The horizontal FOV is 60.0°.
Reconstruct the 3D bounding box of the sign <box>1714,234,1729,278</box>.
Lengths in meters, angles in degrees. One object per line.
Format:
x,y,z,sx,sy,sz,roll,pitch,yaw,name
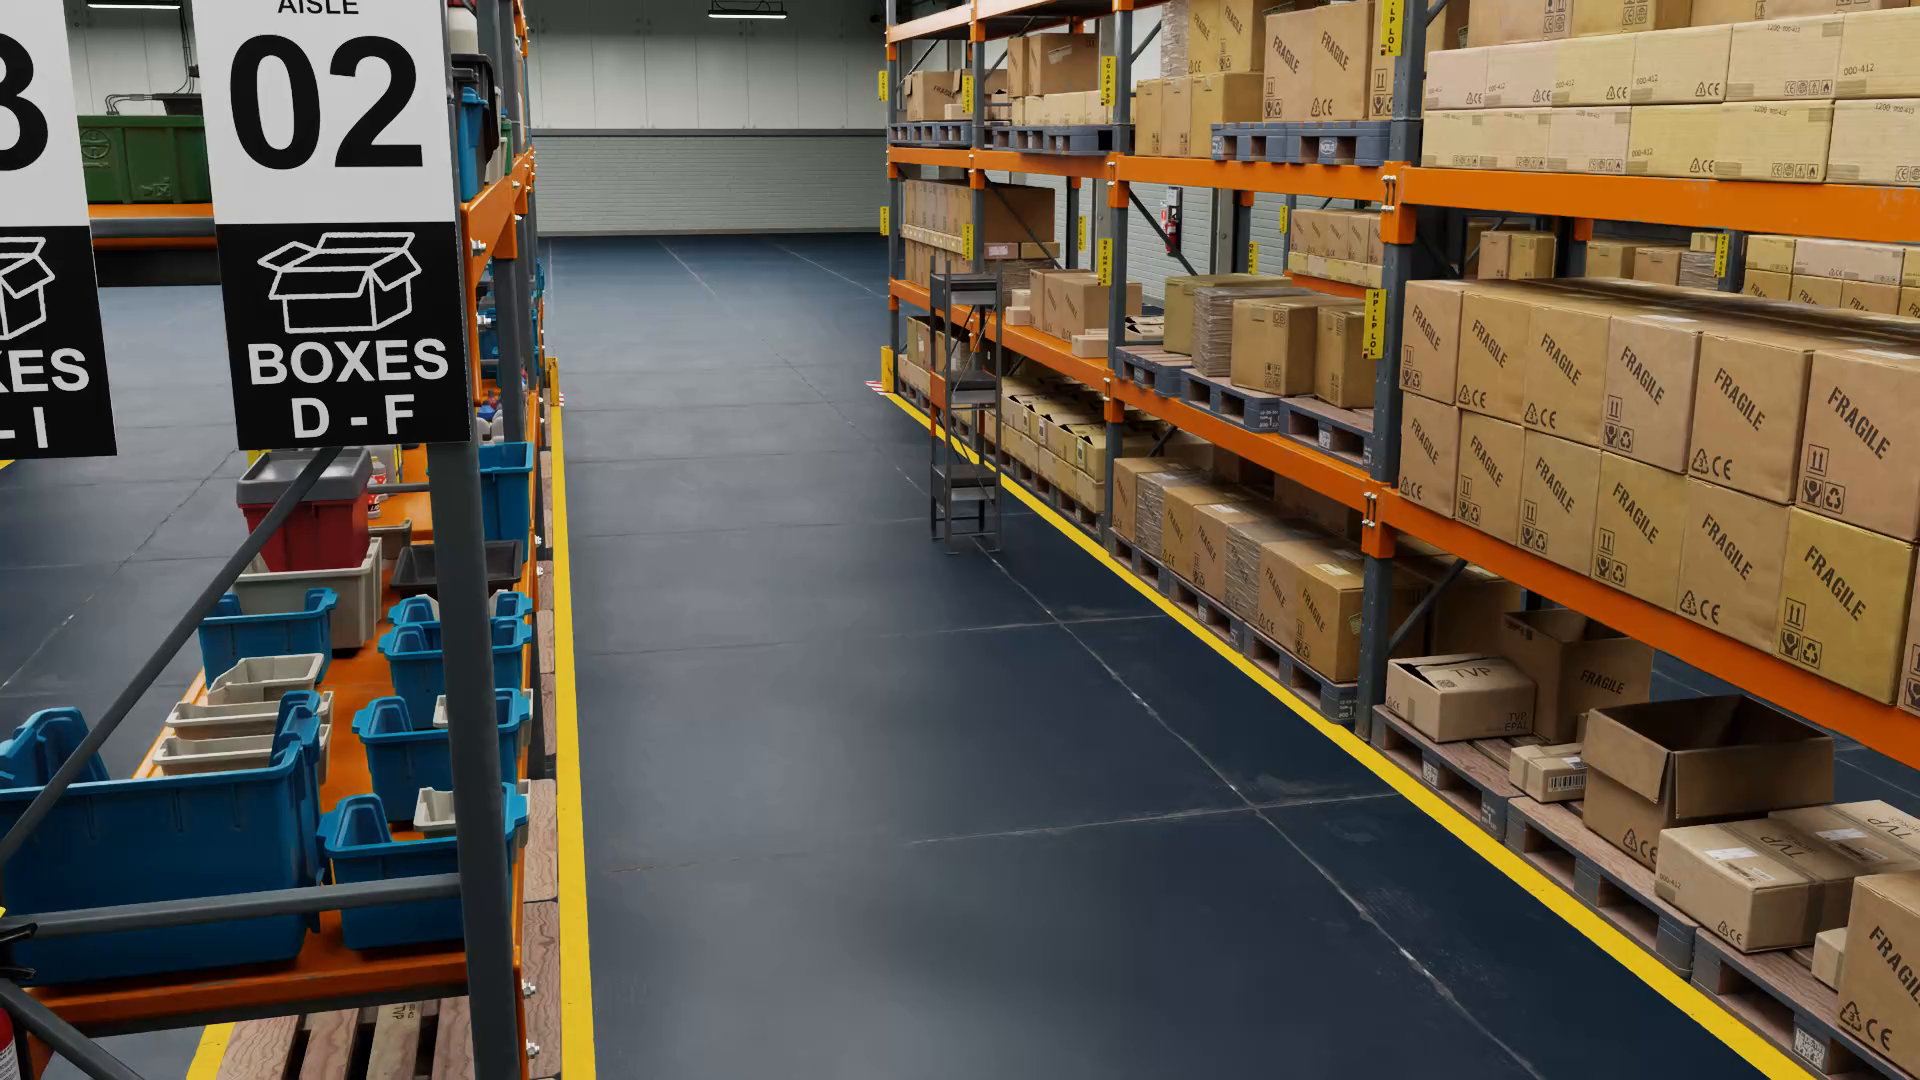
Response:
5.840,-2.177,12.747,0.100,0.325,0.005,-3,14,-13,sign

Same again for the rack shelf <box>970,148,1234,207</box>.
1.081,-2.978,13.492,1.077,0.370,4.000,-3,14,-13,rack shelf

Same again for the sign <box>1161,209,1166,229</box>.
3.509,-5.525,28.647,0.001,0.329,0.234,-3,14,-13,sign

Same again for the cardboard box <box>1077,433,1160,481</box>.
1.188,-0.657,12.522,0.500,0.311,0.500,-3,14,-12,cardboard box

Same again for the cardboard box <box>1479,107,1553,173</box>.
2.477,-1.629,6.770,0.500,0.250,0.500,-3,14,-13,cardboard box

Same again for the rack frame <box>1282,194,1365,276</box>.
4.486,-3.531,20.562,1.000,3.000,0.127,-3,14,-13,rack frame

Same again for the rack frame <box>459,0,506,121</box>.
-2.326,-3.125,6.258,1.000,3.000,0.127,-3,14,-13,rack frame

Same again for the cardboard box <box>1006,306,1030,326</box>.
0.621,-1.994,14.797,0.380,0.149,0.250,-3,14,-13,cardboard box

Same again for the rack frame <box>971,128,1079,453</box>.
0.611,-2.332,15.651,1.000,3.000,0.127,-3,14,-13,rack frame

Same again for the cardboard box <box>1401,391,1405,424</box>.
2.596,-0.860,8.533,0.700,0.500,0.500,-9,16,-32,cardboard box

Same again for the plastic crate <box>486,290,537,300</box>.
-3.643,-1.812,13.555,0.392,0.384,0.575,-3,14,-13,plastic crate

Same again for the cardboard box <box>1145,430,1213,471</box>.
1.713,-0.687,12.645,0.500,0.311,0.500,-3,14,-11,cardboard box

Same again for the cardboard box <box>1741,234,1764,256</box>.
6.255,-2.341,13.185,0.380,0.149,0.250,-5,15,-21,cardboard box

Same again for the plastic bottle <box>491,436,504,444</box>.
-2.150,-0.363,7.854,0.152,0.276,0.135,-3,14,-13,plastic bottle

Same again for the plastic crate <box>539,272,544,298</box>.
-4.589,-2.658,17.300,0.499,0.251,0.408,-3,14,-13,plastic crate

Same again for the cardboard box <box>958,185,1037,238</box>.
0.381,-3.229,16.379,0.700,0.500,0.500,-3,14,-13,cardboard box

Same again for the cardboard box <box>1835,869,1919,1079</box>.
3.062,1.325,5.021,0.500,0.500,0.500,-3,14,-13,cardboard box

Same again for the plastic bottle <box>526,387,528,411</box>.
-2.669,-0.864,10.063,0.097,0.201,0.097,0,14,0,plastic bottle

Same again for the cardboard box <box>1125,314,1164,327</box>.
1.529,-1.583,12.773,0.500,0.311,0.500,-3,14,-14,cardboard box

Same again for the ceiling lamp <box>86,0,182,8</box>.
-19.466,-14.118,38.955,2.000,3.185,0.800,-3,14,-13,ceiling lamp

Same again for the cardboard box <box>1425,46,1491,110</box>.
2.363,-1.987,7.183,0.500,0.250,0.500,-3,14,-13,cardboard box

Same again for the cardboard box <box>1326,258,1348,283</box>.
4.542,-3.101,19.074,0.500,0.250,0.500,-4,14,-14,cardboard box

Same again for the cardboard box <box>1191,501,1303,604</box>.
1.749,0.069,10.164,0.500,0.500,0.500,-4,14,-15,cardboard box

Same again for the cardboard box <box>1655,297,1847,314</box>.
3.102,-0.684,6.589,0.500,0.500,0.500,-3,14,-13,cardboard box

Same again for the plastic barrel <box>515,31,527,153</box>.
-3.567,-3.350,12.443,0.600,0.901,0.708,-3,14,-13,plastic barrel

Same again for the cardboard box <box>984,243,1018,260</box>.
0.339,-2.746,15.770,0.380,0.149,0.250,-3,14,-13,cardboard box

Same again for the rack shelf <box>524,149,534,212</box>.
-3.735,-2.703,12.365,1.077,0.370,4.000,-3,14,-13,rack shelf

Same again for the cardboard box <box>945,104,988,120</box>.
0.062,-4.202,16.335,0.380,0.149,0.250,-3,14,-13,cardboard box

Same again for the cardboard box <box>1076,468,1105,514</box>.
1.190,-0.385,12.591,0.500,0.250,0.500,-3,14,-12,cardboard box

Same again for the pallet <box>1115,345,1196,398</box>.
1.778,-1.163,11.272,1.213,0.211,1.003,-3,14,-13,pallet

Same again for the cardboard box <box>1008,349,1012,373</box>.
0.682,-1.804,16.818,0.500,0.500,0.500,-3,14,-13,cardboard box

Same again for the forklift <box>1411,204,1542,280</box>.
4.296,-1.805,13.641,3.031,2.935,1.130,5,14,18,forklift

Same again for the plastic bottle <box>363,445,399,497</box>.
-2.719,-0.389,7.802,0.144,0.351,0.185,-3,14,-13,plastic bottle

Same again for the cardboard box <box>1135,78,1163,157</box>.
1.686,-2.816,11.102,0.910,0.500,0.500,-3,14,-13,cardboard box

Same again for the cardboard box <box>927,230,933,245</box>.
-0.141,-3.219,17.704,0.380,0.149,0.250,-3,14,-14,cardboard box

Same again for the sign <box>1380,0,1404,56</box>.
1.951,-2.354,7.503,0.100,0.325,0.005,-3,14,-13,sign

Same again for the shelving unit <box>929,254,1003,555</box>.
0.039,-0.982,12.022,0.431,2.100,0.503,-3,14,-13,shelving unit

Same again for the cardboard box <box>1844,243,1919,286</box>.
6.469,-1.895,11.403,0.500,0.250,0.500,-3,14,-13,cardboard box

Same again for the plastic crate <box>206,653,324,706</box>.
-1.984,0.435,4.756,0.298,0.136,0.250,-3,14,-13,plastic crate

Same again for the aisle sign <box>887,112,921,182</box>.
-0.641,-4.515,19.111,0.394,0.787,0.004,-3,14,-13,aisle sign

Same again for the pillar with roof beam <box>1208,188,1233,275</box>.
-0.102,-7.477,24.069,9.100,9.000,0.400,-3,14,-13,pillar with roof beam

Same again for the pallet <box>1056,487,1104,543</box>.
1.395,-0.246,12.991,1.003,0.211,1.213,-3,14,-13,pallet

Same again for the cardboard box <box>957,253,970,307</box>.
0.371,-2.604,16.553,0.700,0.500,0.500,-3,14,-14,cardboard box

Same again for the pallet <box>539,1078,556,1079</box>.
-1.542,1.874,4.312,1.003,0.211,1.213,-3,14,-13,pallet

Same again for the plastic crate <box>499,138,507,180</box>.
-1.657,-1.268,5.531,0.293,0.136,0.466,-3,14,-13,plastic crate

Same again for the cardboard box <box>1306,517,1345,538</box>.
2.367,0.151,9.828,0.500,0.500,0.500,-3,14,-13,cardboard box

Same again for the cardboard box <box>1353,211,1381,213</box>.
4.912,-3.619,19.614,0.500,0.500,0.500,-3,14,-12,cardboard box

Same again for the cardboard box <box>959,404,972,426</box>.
0.290,-1.295,16.315,0.500,0.250,0.500,-3,14,-13,cardboard box

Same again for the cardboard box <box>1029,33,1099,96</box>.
0.874,-4.010,14.050,0.500,0.500,0.500,-2,14,-8,cardboard box

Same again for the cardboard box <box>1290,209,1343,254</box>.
4.306,-3.706,19.969,0.500,0.500,0.500,-3,14,-13,cardboard box

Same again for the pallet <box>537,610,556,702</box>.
-2.756,0.681,9.193,1.003,0.211,1.213,-3,14,-13,pallet

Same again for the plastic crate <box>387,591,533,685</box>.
-1.504,0.316,5.041,0.416,0.233,0.300,-3,14,-13,plastic crate

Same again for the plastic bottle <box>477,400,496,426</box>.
-2.522,-0.609,8.869,0.097,0.271,0.097,0,14,0,plastic bottle

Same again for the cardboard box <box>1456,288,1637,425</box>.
2.449,-0.777,6.970,0.500,0.500,0.500,-4,14,-15,cardboard box

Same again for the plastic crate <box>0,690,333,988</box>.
-1.646,0.599,3.455,0.616,0.435,0.499,-3,14,-13,plastic crate

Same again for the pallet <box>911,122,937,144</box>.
0.103,-4.222,17.255,1.003,0.211,1.213,-3,14,-13,pallet

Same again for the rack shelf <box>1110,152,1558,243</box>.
2.020,-2.055,9.715,1.077,0.370,4.000,-3,14,-13,rack shelf

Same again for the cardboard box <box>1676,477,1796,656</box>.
2.823,0.065,5.630,0.500,0.500,0.500,-3,14,-13,cardboard box
